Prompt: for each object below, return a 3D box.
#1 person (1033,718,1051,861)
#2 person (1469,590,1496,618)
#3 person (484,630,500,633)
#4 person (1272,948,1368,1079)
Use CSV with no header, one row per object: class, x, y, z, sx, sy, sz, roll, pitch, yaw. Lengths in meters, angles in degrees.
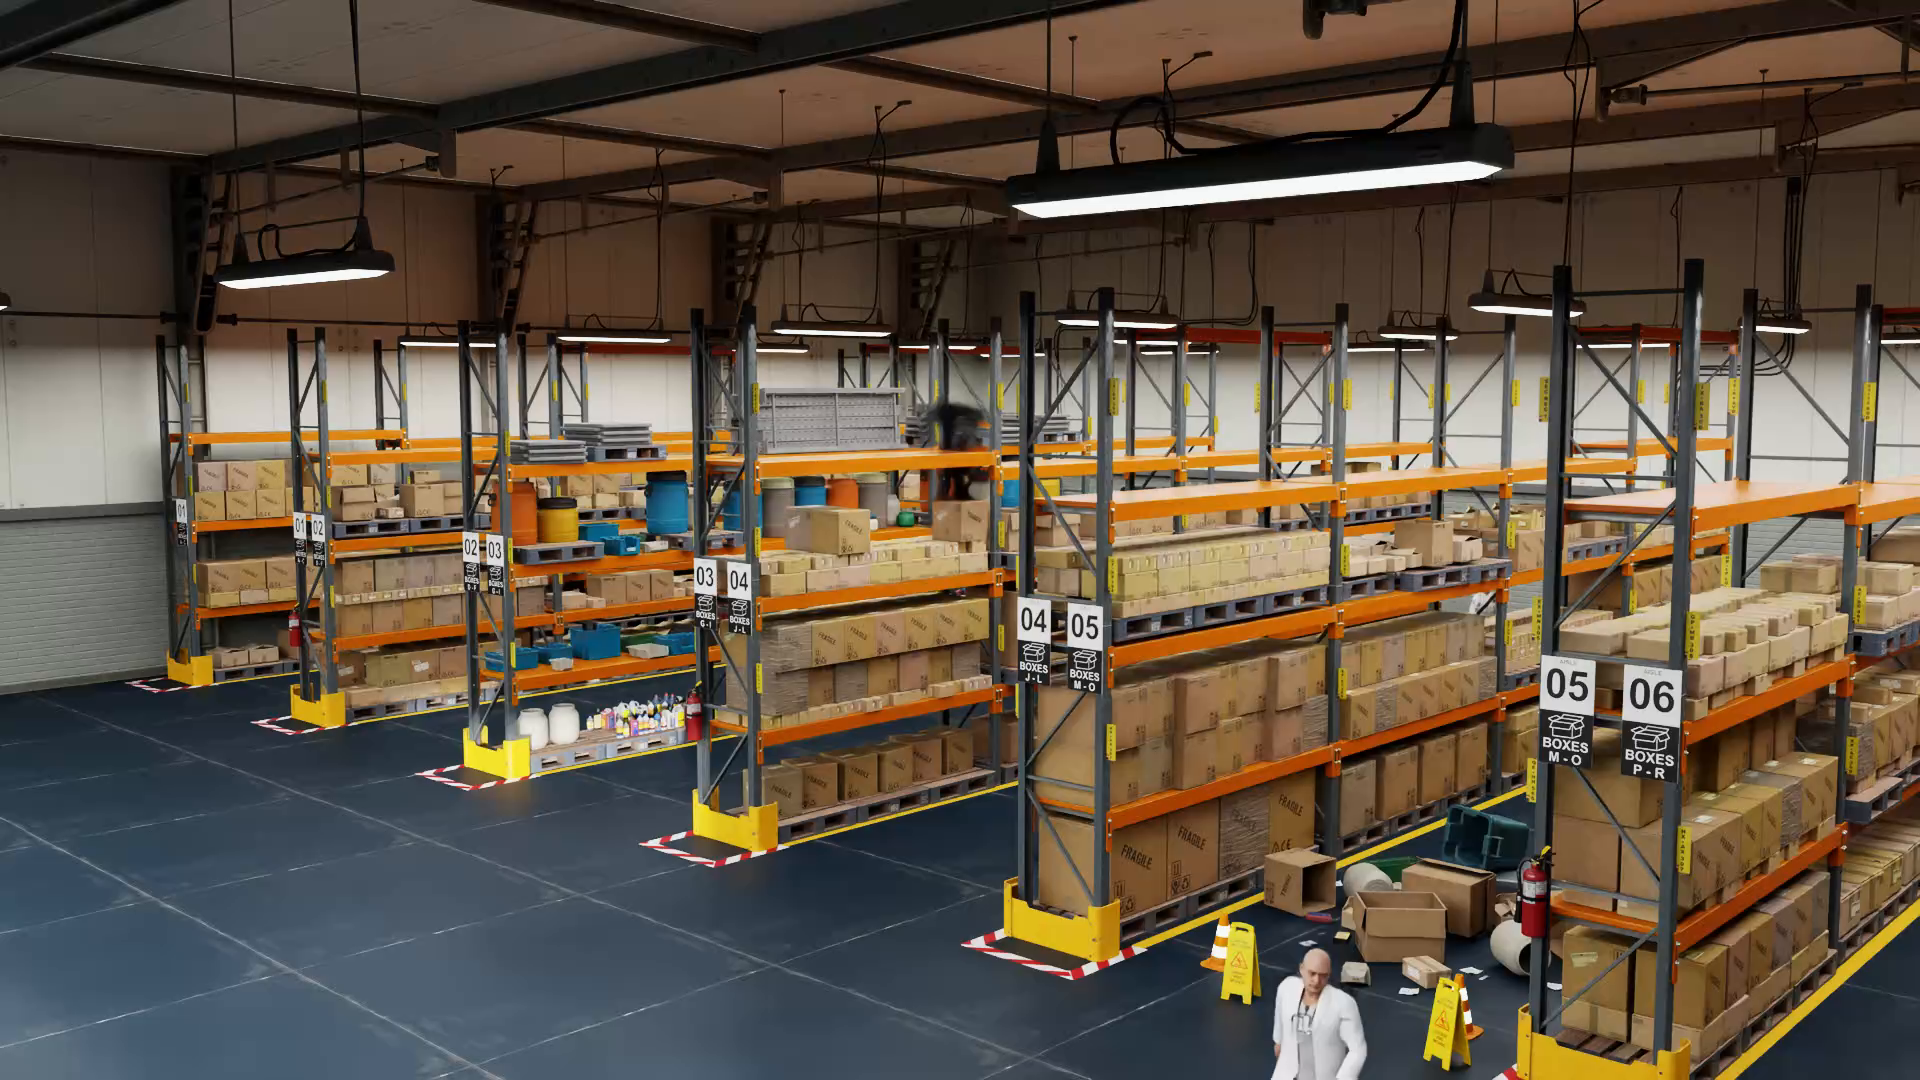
person,0.998,2.682,18.061,0.610,1.652,0.756,-3,6,-25
person,9.582,1.476,30.492,0.573,1.611,0.750,0,5,1
person,-8.354,1.586,29.810,0.730,1.587,0.957,2,6,20
person,2.165,3.341,10.208,0.683,1.739,0.851,3,6,25
